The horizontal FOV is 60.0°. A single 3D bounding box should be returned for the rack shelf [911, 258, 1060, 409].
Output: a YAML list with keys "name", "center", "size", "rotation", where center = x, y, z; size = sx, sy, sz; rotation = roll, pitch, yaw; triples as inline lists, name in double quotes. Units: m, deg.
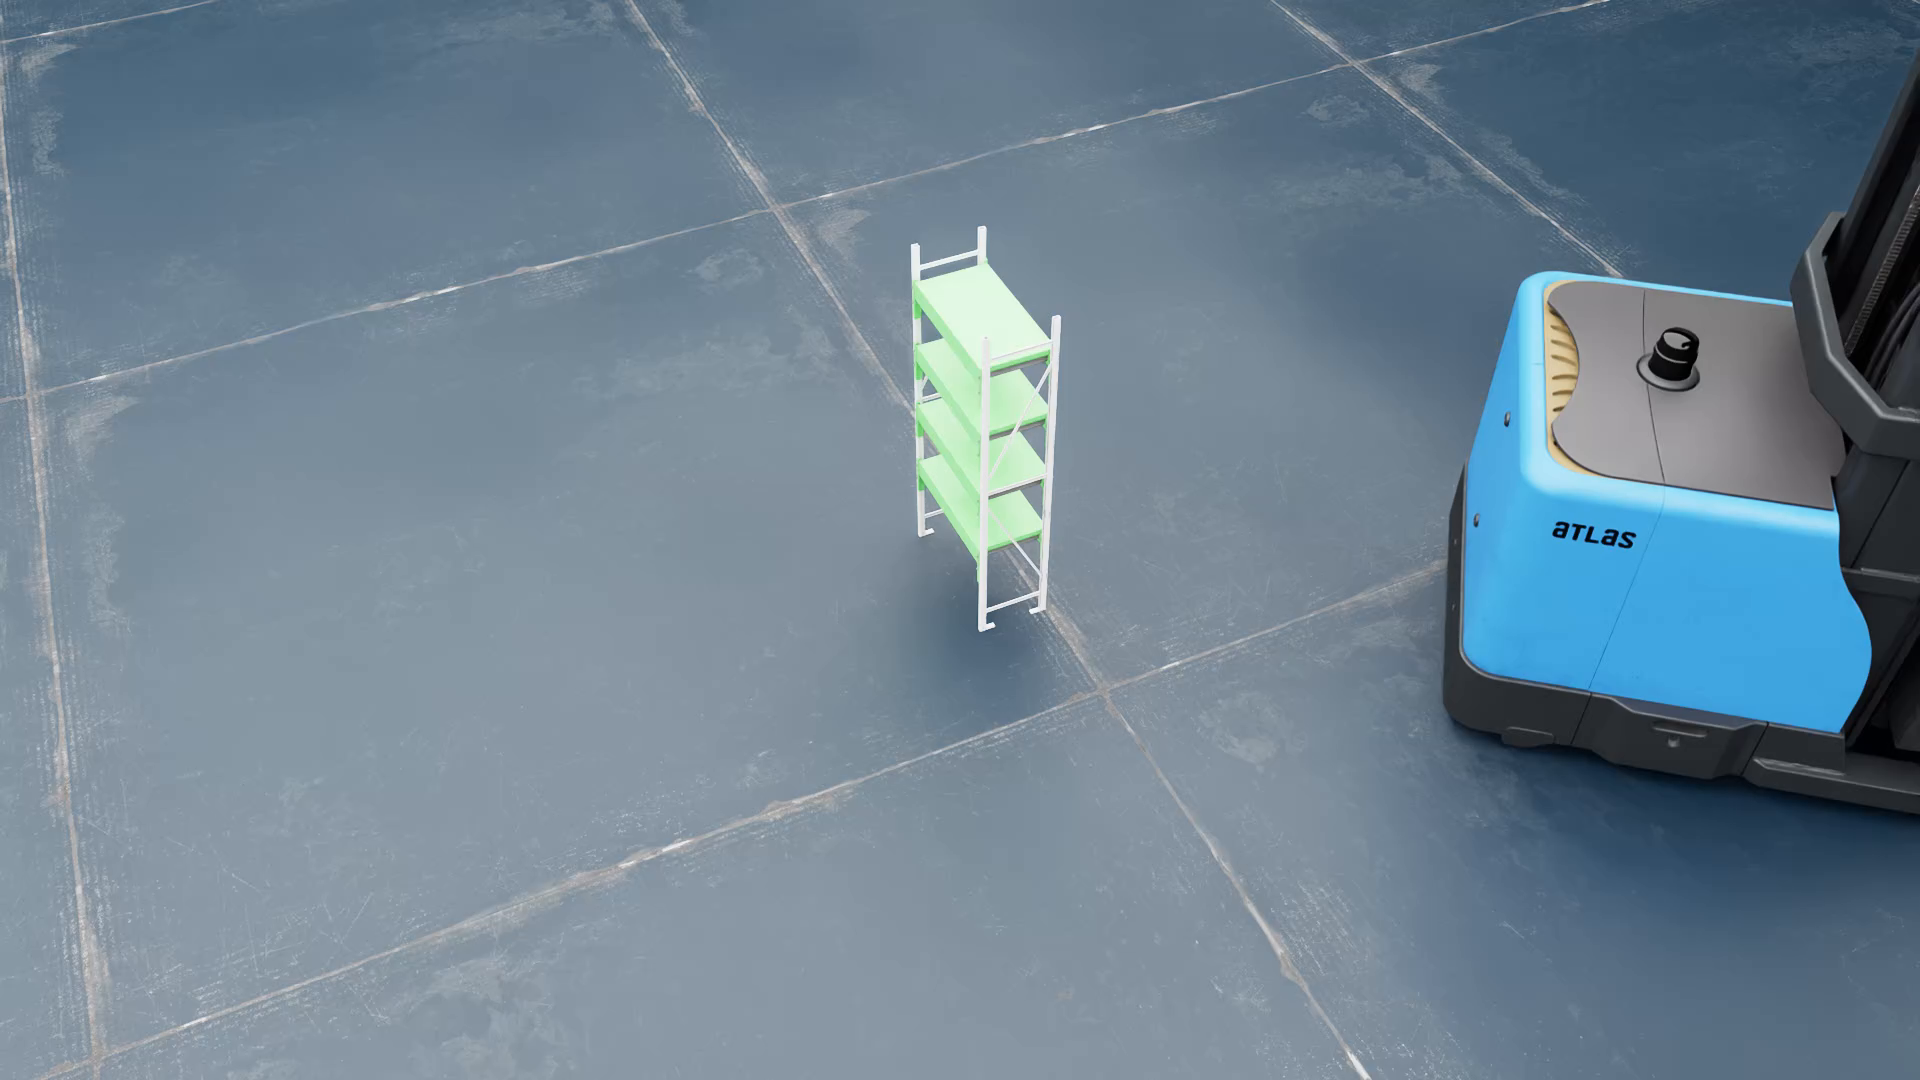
- name: "rack shelf"
  center: [0.070, -0.618, 4.929]
  size: [0.258, 0.148, 0.480]
  rotation: [-18, 47, -17]

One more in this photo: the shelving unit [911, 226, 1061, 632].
- name: "shelving unit"
  center: [0.070, -0.322, 5.222]
  size: [0.258, 1.200, 0.503]
  rotation: [-18, 47, -17]

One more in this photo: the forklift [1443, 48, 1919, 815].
- name: "forklift"
  center: [3.066, -0.546, 4.216]
  size: [3.031, 2.935, 1.130]
  rotation: [9, 45, 9]

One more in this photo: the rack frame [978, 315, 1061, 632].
- name: "rack frame"
  center: [0.172, -0.166, 5.064]
  size: [0.240, 1.200, 0.015]
  rotation: [-18, 47, -17]

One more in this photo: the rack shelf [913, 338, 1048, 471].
- name: "rack shelf"
  center: [0.070, -0.447, 5.098]
  size: [0.258, 0.148, 0.480]
  rotation: [-18, 47, -17]

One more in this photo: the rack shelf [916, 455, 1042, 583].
- name: "rack shelf"
  center: [0.070, -0.105, 5.435]
  size: [0.258, 0.148, 0.480]
  rotation: [-18, 47, -17]

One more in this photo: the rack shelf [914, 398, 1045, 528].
- name: "rack shelf"
  center: [0.070, -0.276, 5.267]
  size: [0.258, 0.148, 0.480]
  rotation: [-18, 47, -17]

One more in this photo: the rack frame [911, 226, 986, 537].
- name: "rack frame"
  center: [-0.033, -0.477, 5.379]
  size: [0.240, 1.200, 0.015]
  rotation: [-18, 47, -17]
